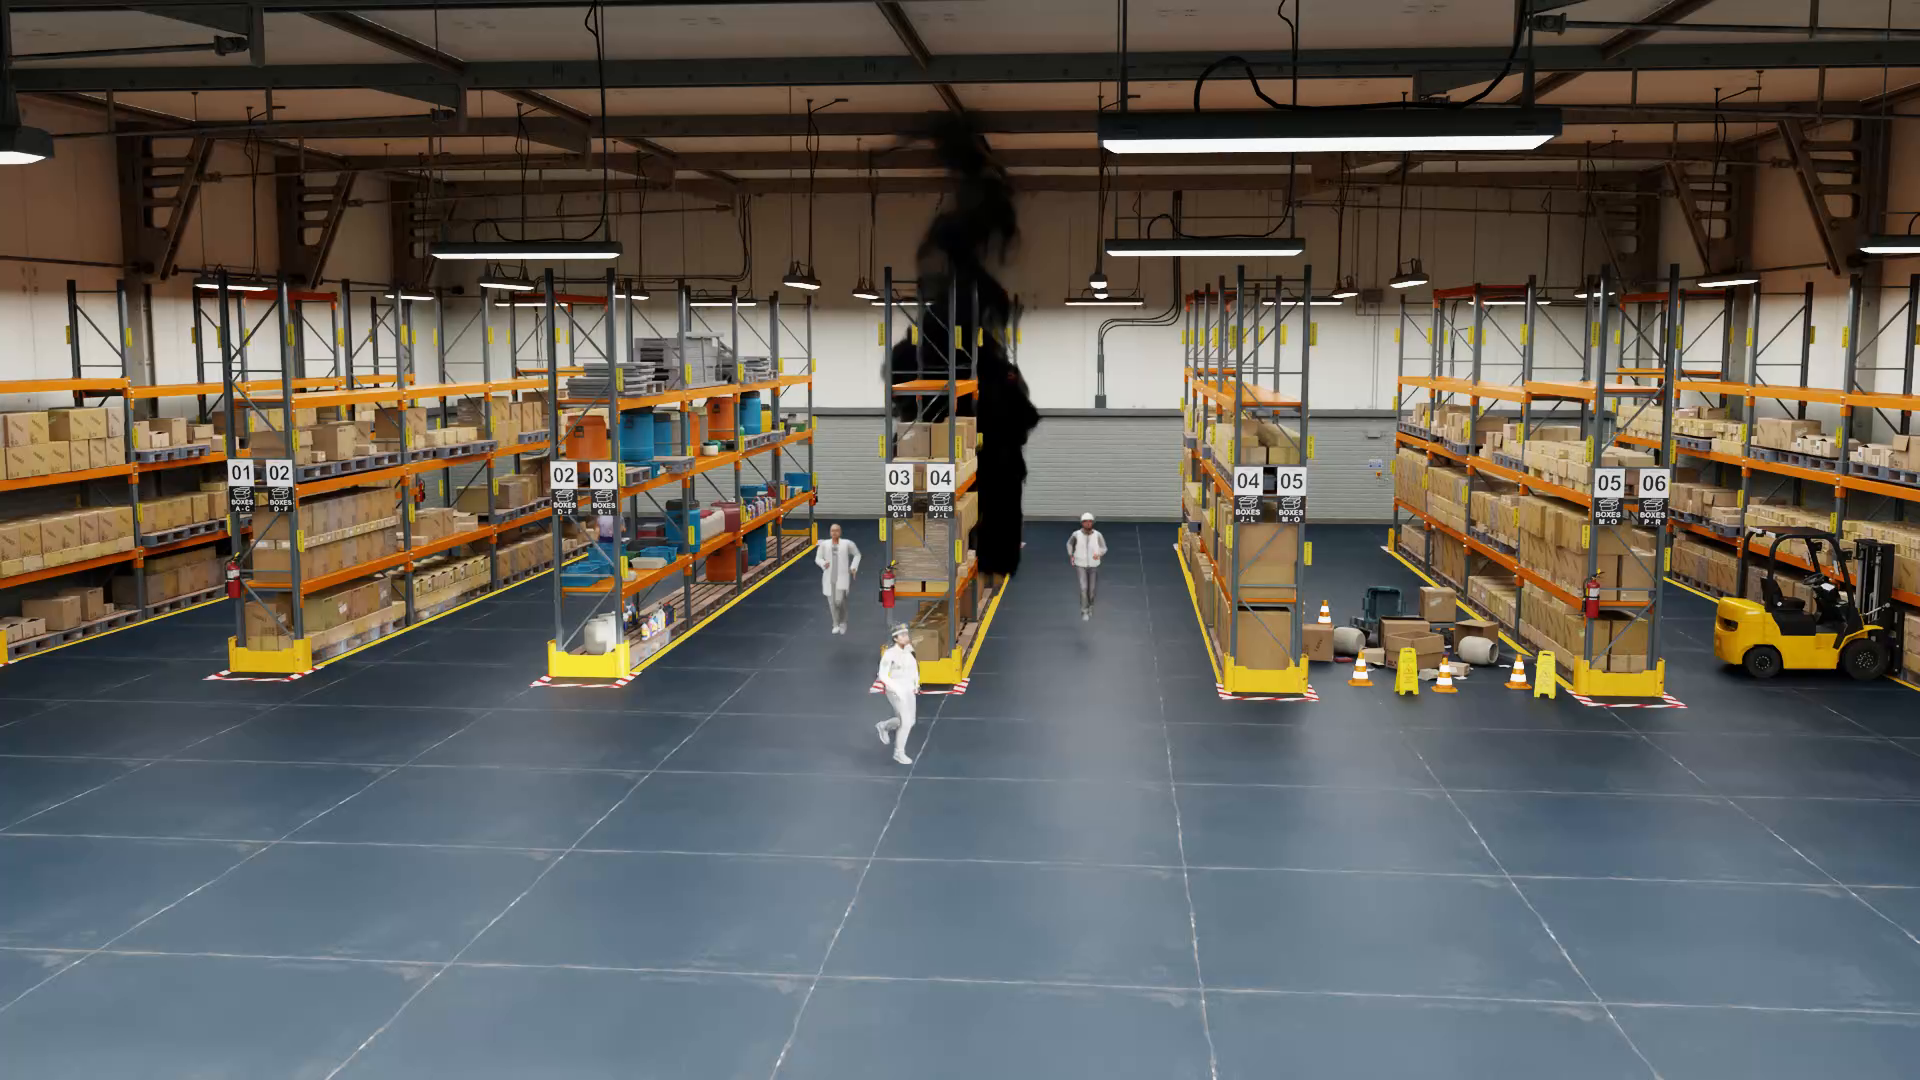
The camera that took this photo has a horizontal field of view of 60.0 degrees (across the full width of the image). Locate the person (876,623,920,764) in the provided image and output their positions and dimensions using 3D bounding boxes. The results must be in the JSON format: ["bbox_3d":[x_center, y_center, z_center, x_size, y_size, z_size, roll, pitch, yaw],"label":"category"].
[{"bbox_3d":[-0.760,1.795,19.766,0.601,1.681,0.626,6,9,40],"label":"person"}]

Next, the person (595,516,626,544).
[{"bbox_3d":[-6.670,0.079,31.648,0.620,1.652,0.731,0,7,0],"label":"person"}]

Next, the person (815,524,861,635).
[{"bbox_3d":[-1.969,0.735,26.459,0.689,1.586,0.680,1,7,9],"label":"person"}]

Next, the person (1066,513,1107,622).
[{"bbox_3d":[2.132,0.449,27.992,0.671,1.819,0.775,0,7,-2],"label":"person"}]
